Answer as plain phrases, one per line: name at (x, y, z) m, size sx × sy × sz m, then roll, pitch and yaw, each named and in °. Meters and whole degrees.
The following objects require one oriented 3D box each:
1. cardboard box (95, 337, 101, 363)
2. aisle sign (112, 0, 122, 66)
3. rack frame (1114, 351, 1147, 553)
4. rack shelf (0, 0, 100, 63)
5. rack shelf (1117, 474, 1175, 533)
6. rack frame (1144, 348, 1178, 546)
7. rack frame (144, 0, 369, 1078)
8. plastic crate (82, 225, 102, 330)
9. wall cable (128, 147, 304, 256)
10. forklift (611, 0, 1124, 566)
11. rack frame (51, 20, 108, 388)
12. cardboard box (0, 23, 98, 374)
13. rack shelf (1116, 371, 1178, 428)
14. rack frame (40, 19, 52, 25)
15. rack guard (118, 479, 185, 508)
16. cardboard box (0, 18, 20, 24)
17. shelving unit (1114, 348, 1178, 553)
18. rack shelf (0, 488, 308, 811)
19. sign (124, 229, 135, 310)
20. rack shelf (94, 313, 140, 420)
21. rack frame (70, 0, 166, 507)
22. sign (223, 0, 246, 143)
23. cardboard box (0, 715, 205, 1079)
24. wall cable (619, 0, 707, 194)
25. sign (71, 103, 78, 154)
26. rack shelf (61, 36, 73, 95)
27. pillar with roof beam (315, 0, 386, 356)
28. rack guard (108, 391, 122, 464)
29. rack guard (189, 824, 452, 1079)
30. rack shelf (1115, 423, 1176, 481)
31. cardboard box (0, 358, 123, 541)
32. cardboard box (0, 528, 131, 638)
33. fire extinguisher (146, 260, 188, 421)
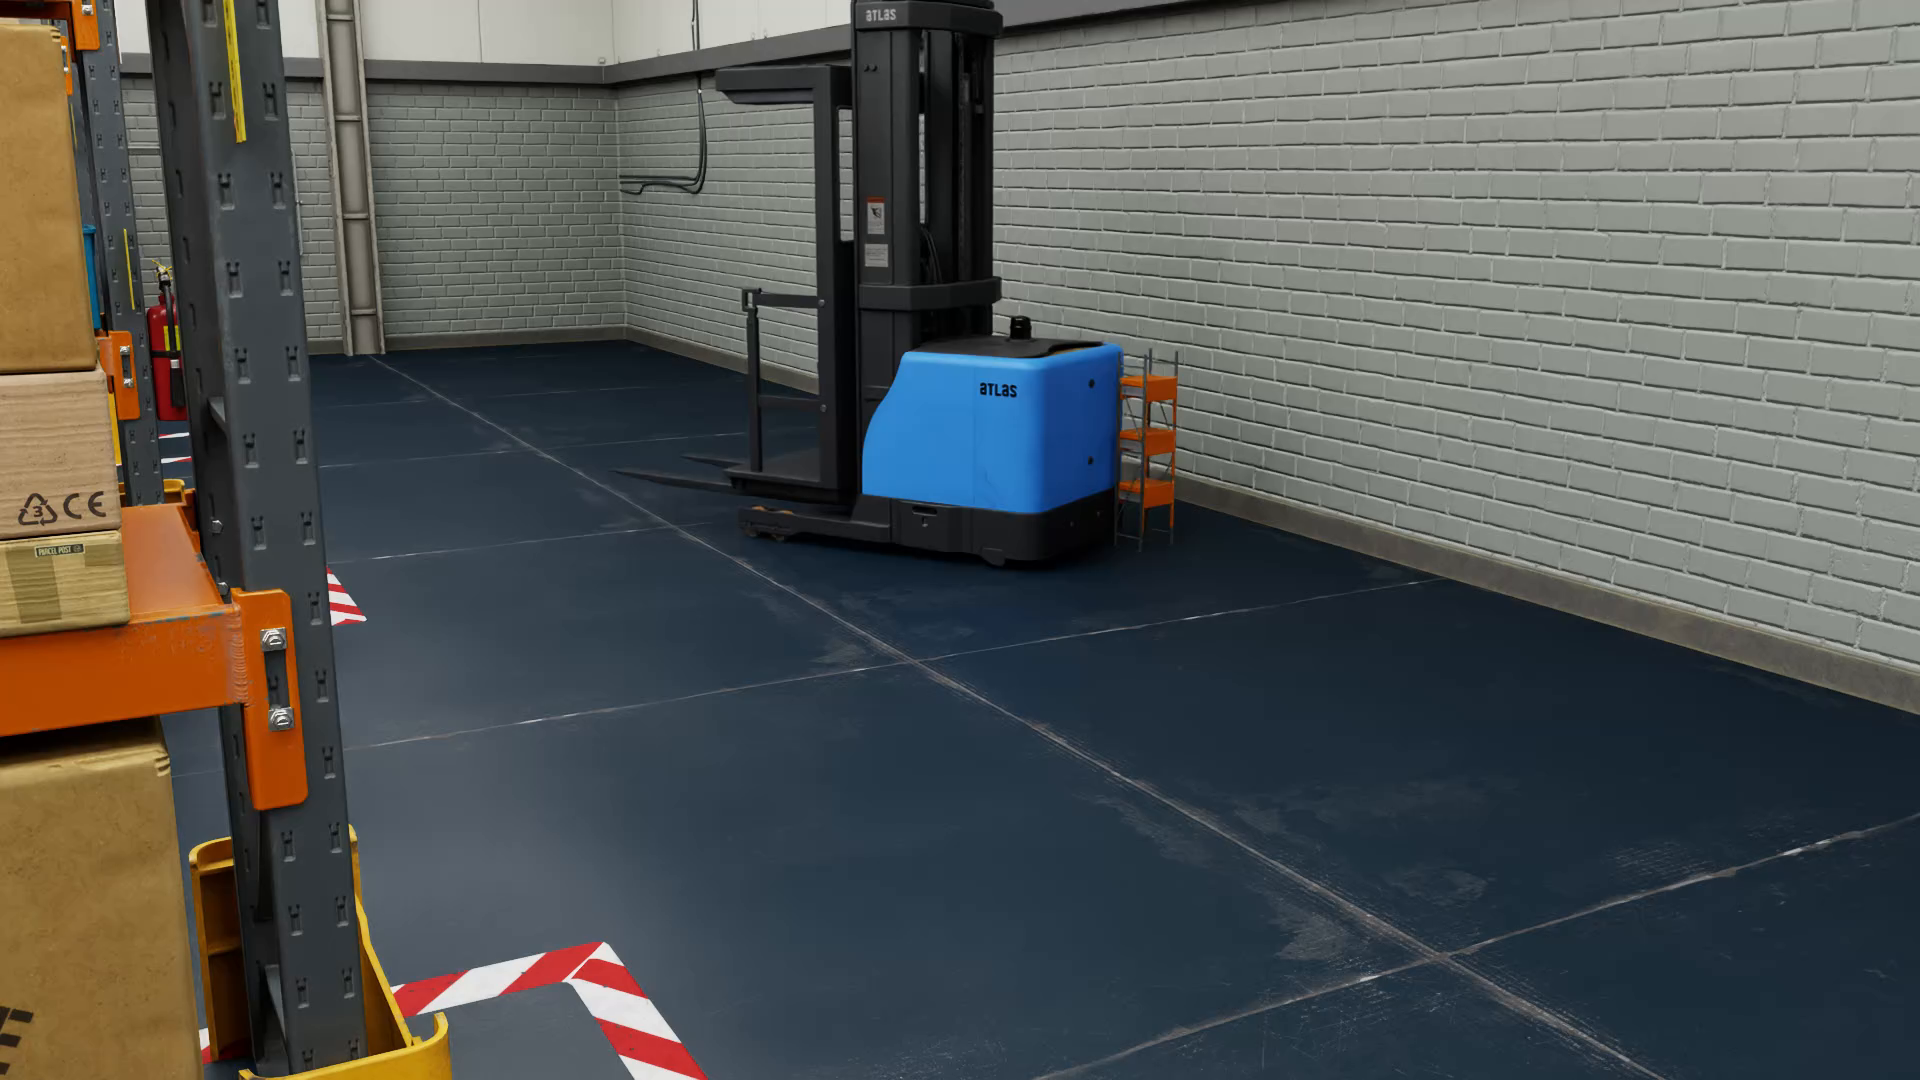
cardboard box at (-1.891, -0.262, 3.106) m, size 0.500 × 0.250 × 0.500 m, roll -7°, pitch 15°, yaw -29°
aisle sign at (-3.510, -2.362, 6.854) m, size 0.004 × 0.787 × 0.394 m, roll -7°, pitch 14°, yaw -28°
rack frame at (0.897, -0.461, 8.767) m, size 0.008 × 1.050 × 0.200 m, roll -11°, pitch 17°, yaw -41°
rack shelf at (-5.469, -2.045, 6.171) m, size 4.000 × 0.370 × 1.077 m, roll -7°, pitch 14°, yaw -28°
rack shelf at (0.987, -0.198, 8.910) m, size 0.240 × 0.259 × 0.215 m, roll -11°, pitch 17°, yaw -41°
rack frame at (1.078, -0.497, 8.927) m, size 0.008 × 1.050 × 0.200 m, roll -11°, pitch 17°, yaw -41°
rack frame at (-1.340, -0.189, 3.115) m, size 0.127 × 3.000 × 1.000 m, roll -7°, pitch 14°, yaw -28°
plastic crate at (-3.918, -1.118, 7.029) m, size 0.499 × 0.435 × 0.616 m, roll -7°, pitch 14°, yaw -28°
wall cable at (-7.790, -3.865, 17.137) m, size 1.851 × 1.984 × 0.084 m, roll -7°, pitch 14°, yaw -28°
forklift at (-0.631, -1.518, 9.180) m, size 3.031 × 2.935 × 1.130 m, roll 8°, pitch 15°, yaw 31°
rack frame at (-6.084, -2.098, 11.600) m, size 0.127 × 3.000 × 1.000 m, roll -7°, pitch 14°, yaw -28°
cardboard box at (-1.642, -0.524, 2.564) m, size 0.500 × 0.500 × 0.500 m, roll -7°, pitch 14°, yaw -27°
rack shelf at (0.987, -0.746, 8.787) m, size 0.240 × 0.259 × 0.215 m, roll -11°, pitch 17°, yaw -41°
rack frame at (-8.460, -5.979, 15.181) m, size 0.127 × 3.000 × 1.000 m, roll -7°, pitch 14°, yaw -28°
rack guard at (-3.699, 0.071, 7.653) m, size 0.348 × 0.500 × 1.175 m, roll -7°, pitch 14°, yaw -28°
cardboard box at (-6.408, -3.383, 10.821) m, size 0.500 × 0.250 × 0.500 m, roll -7°, pitch 14°, yaw -28°
shelving unit at (0.987, -0.479, 8.847) m, size 0.252 × 1.050 × 0.215 m, roll -11°, pitch 17°, yaw -41°
rack shelf at (-3.096, 0.373, 2.259) m, size 4.000 × 0.370 × 1.077 m, roll -7°, pitch 14°, yaw -28°
sign at (-3.436, -1.118, 6.875) m, size 0.005 × 0.325 × 0.100 m, roll -7°, pitch 14°, yaw -28°
rack shelf at (-5.469, -0.582, 6.500) m, size 4.000 × 0.370 × 1.077 m, roll -7°, pitch 14°, yaw -28°
rack frame at (-3.714, -1.143, 7.356) m, size 0.127 × 3.000 × 1.000 m, roll -7°, pitch 14°, yaw -28°
sign at (-1.093, -0.763, 2.491) m, size 0.005 × 0.325 × 0.100 m, roll -7°, pitch 14°, yaw -28°
cardboard box at (-1.864, 0.726, 2.935) m, size 0.875 × 0.875 × 0.875 m, roll -7°, pitch 14°, yaw -28°
wall cable at (-3.325, -4.990, 17.860) m, size 0.112 × 2.526 × 3.097 m, roll -7°, pitch 14°, yaw -28°
sign at (-5.835, -2.708, 10.953) m, size 0.005 × 0.325 × 0.100 m, roll -7°, pitch 14°, yaw -28°
rack shelf at (-7.839, -3.000, 10.415) m, size 4.000 × 0.370 × 1.077 m, roll -7°, pitch 14°, yaw -28°
pillar with roof beam at (-4.442, -5.600, 13.498) m, size 0.400 × 9.000 × 9.100 m, roll -7°, pitch 14°, yaw -28°
rack guard at (-6.150, -0.871, 11.839) m, size 0.348 × 0.500 × 1.175 m, roll -7°, pitch 14°, yaw -28°
rack guard at (-1.319, 1.028, 3.401) m, size 0.348 × 0.500 × 1.175 m, roll -7°, pitch 14°, yaw -28°
rack shelf at (0.987, -0.469, 8.849) m, size 0.240 × 0.259 × 0.215 m, roll -11°, pitch 17°, yaw -41°
cardboard box at (-1.639, -0.158, 2.645) m, size 0.500 × 0.250 × 0.500 m, roll -7°, pitch 15°, yaw -29°
cardboard box at (-1.495, 0.035, 2.694) m, size 0.250 × 0.149 × 0.380 m, roll -7°, pitch 14°, yaw -27°
fire extinguisher at (-3.363, -0.852, 7.087) m, size 0.183 × 0.674 × 0.296 m, roll -7°, pitch 14°, yaw -28°
